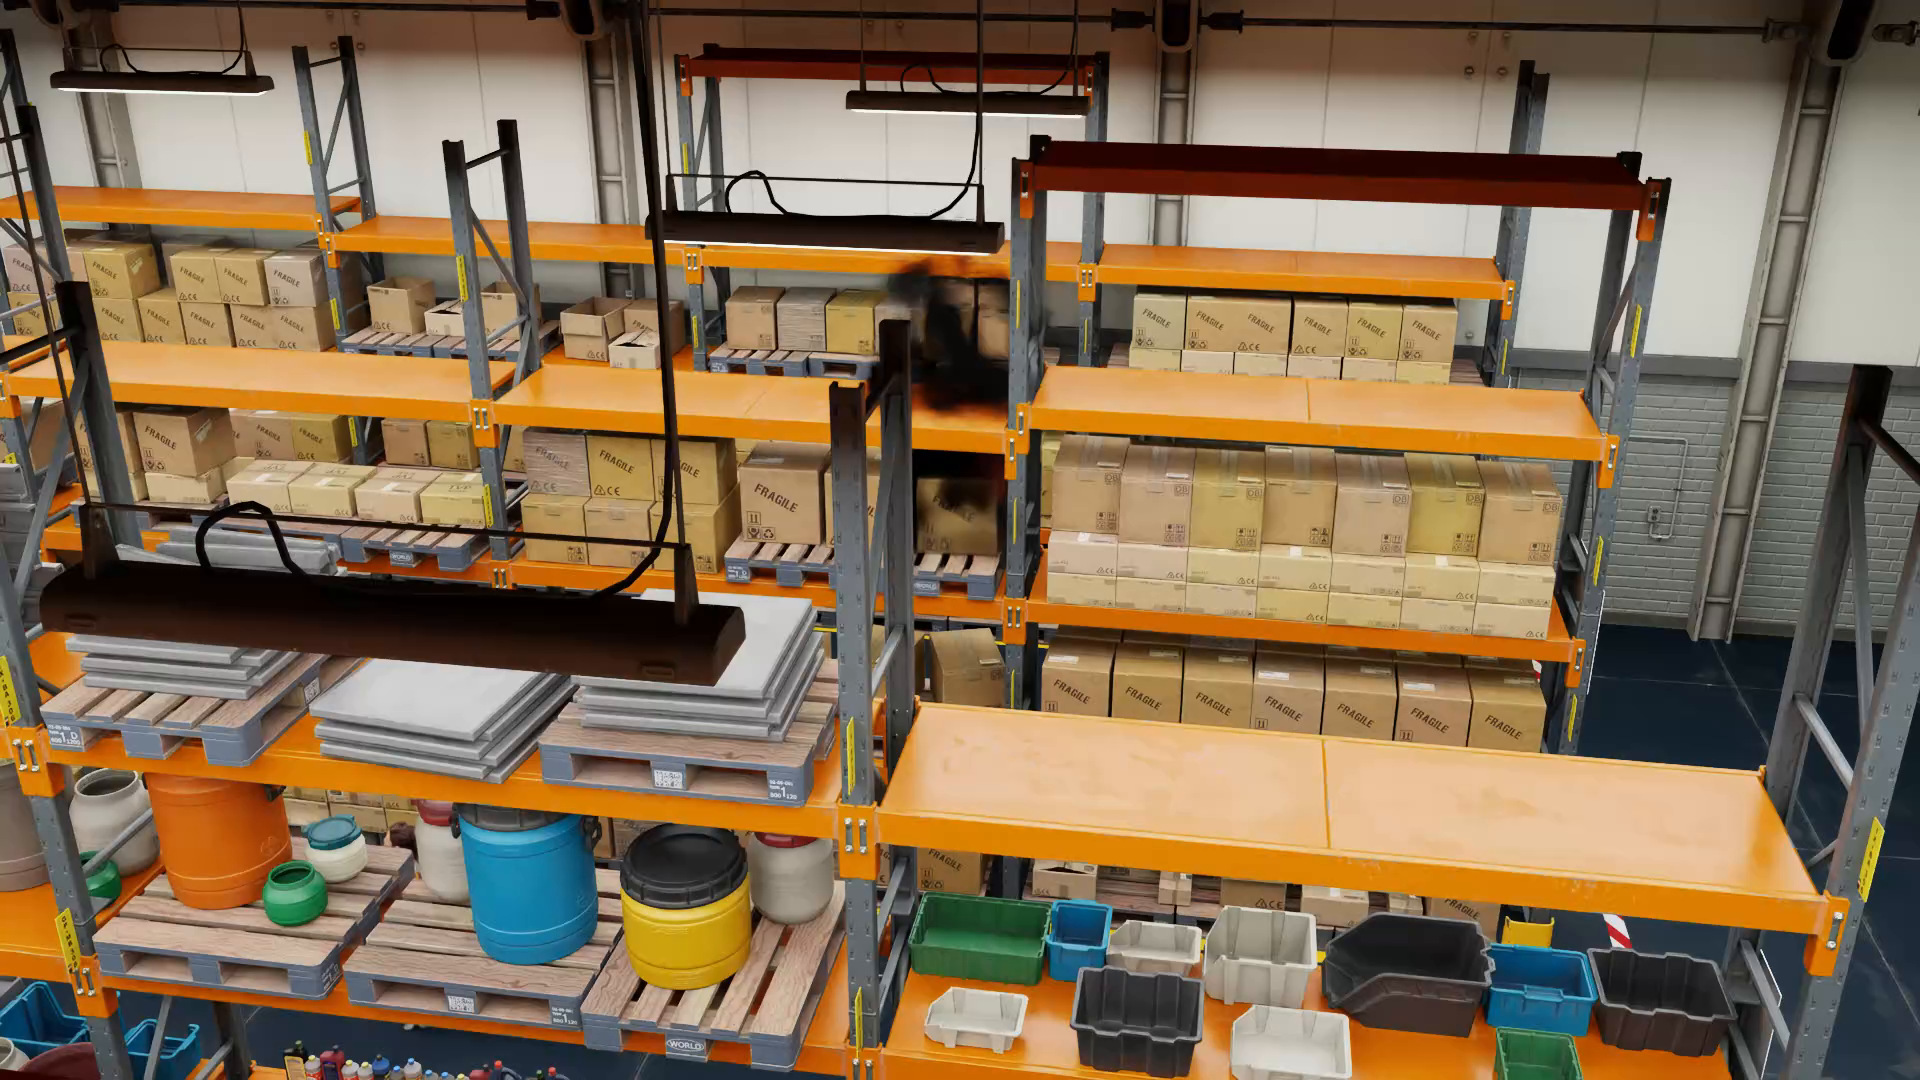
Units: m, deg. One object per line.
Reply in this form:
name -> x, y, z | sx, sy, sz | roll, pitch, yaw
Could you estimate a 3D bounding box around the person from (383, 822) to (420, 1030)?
person -> -3.942, 2.741, 11.790 | 0.642, 1.678, 0.546 | 2, 23, 4
